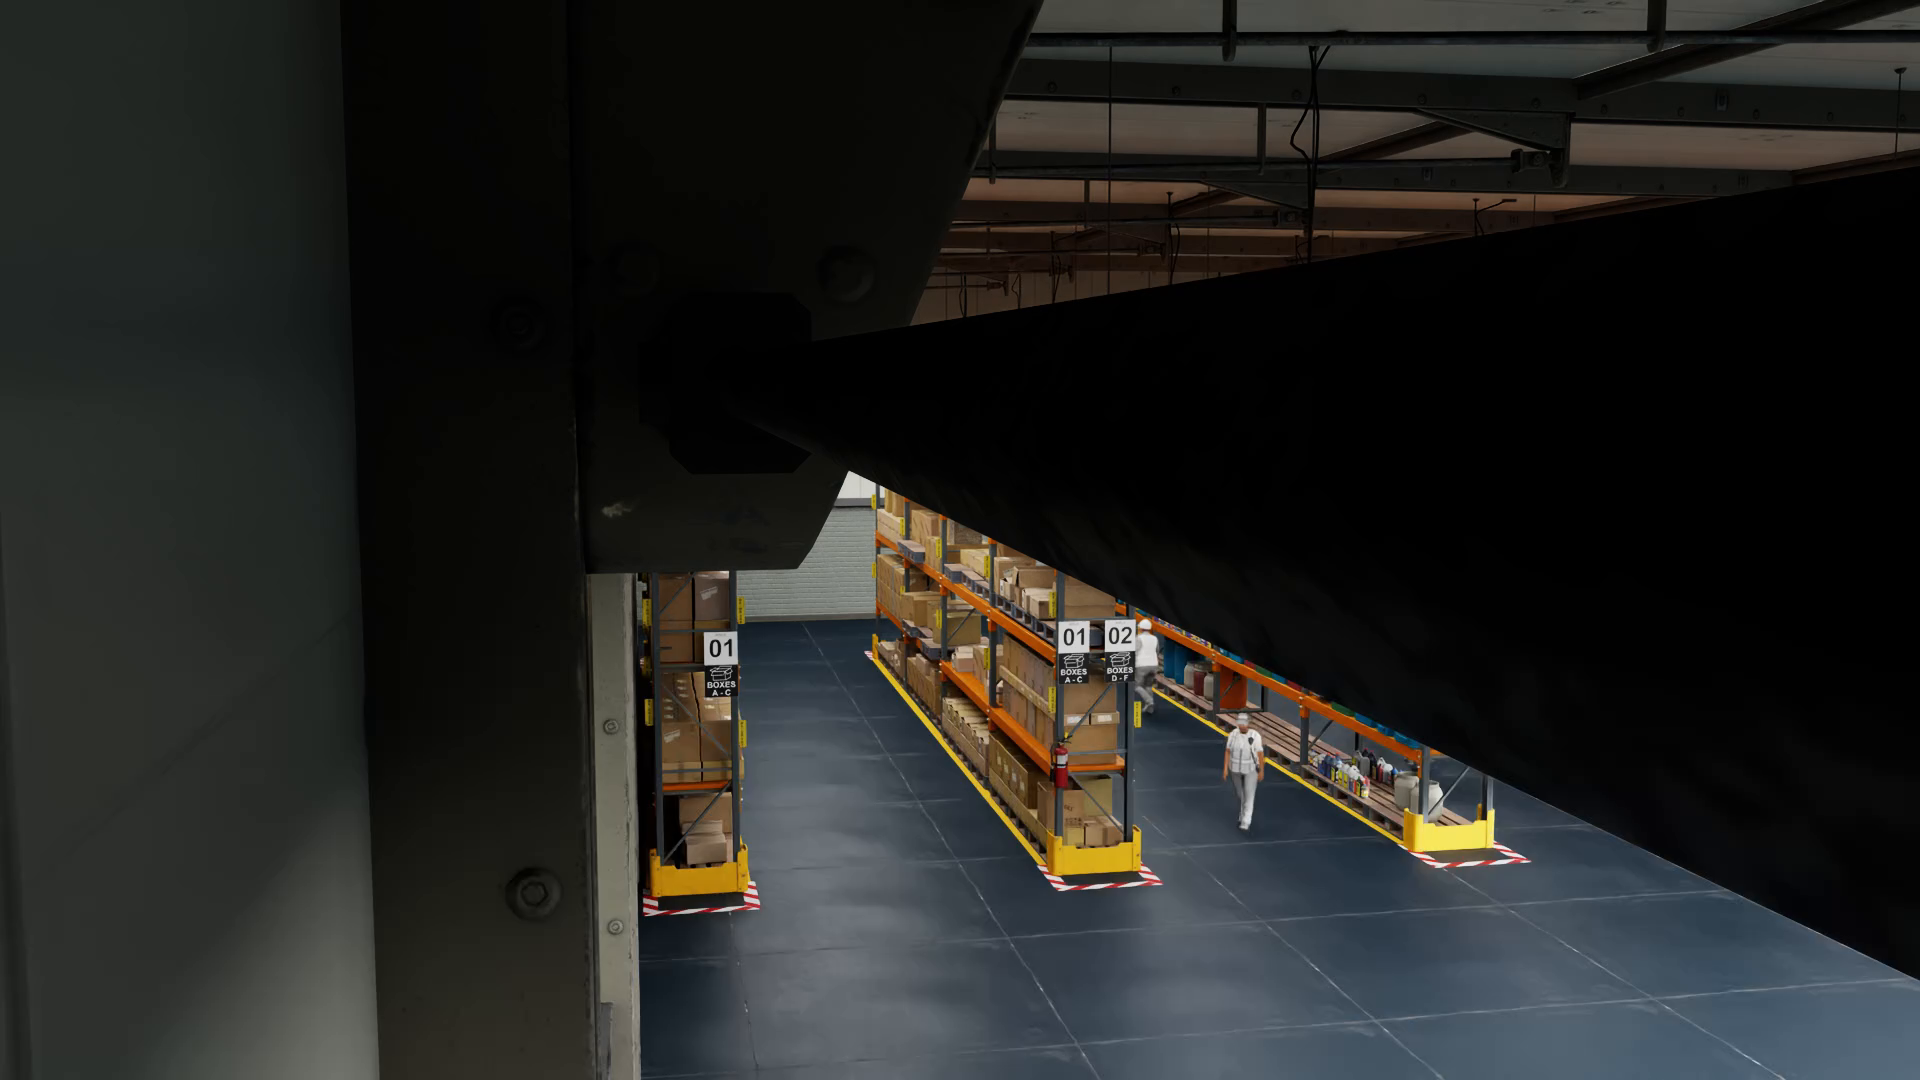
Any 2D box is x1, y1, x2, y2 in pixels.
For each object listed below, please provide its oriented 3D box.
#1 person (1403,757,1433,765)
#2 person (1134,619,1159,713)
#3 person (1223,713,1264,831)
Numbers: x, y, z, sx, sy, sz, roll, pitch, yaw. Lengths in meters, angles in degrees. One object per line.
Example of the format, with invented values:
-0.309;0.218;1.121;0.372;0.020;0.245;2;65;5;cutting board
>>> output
7.283;2.744;26.619;0.587;1.723;0.482;0;6;-3;person
3.450;2.336;30.659;0.609;1.717;0.718;-3;6;-25;person
3.874;3.173;22.853;0.503;1.602;1.059;3;7;29;person
